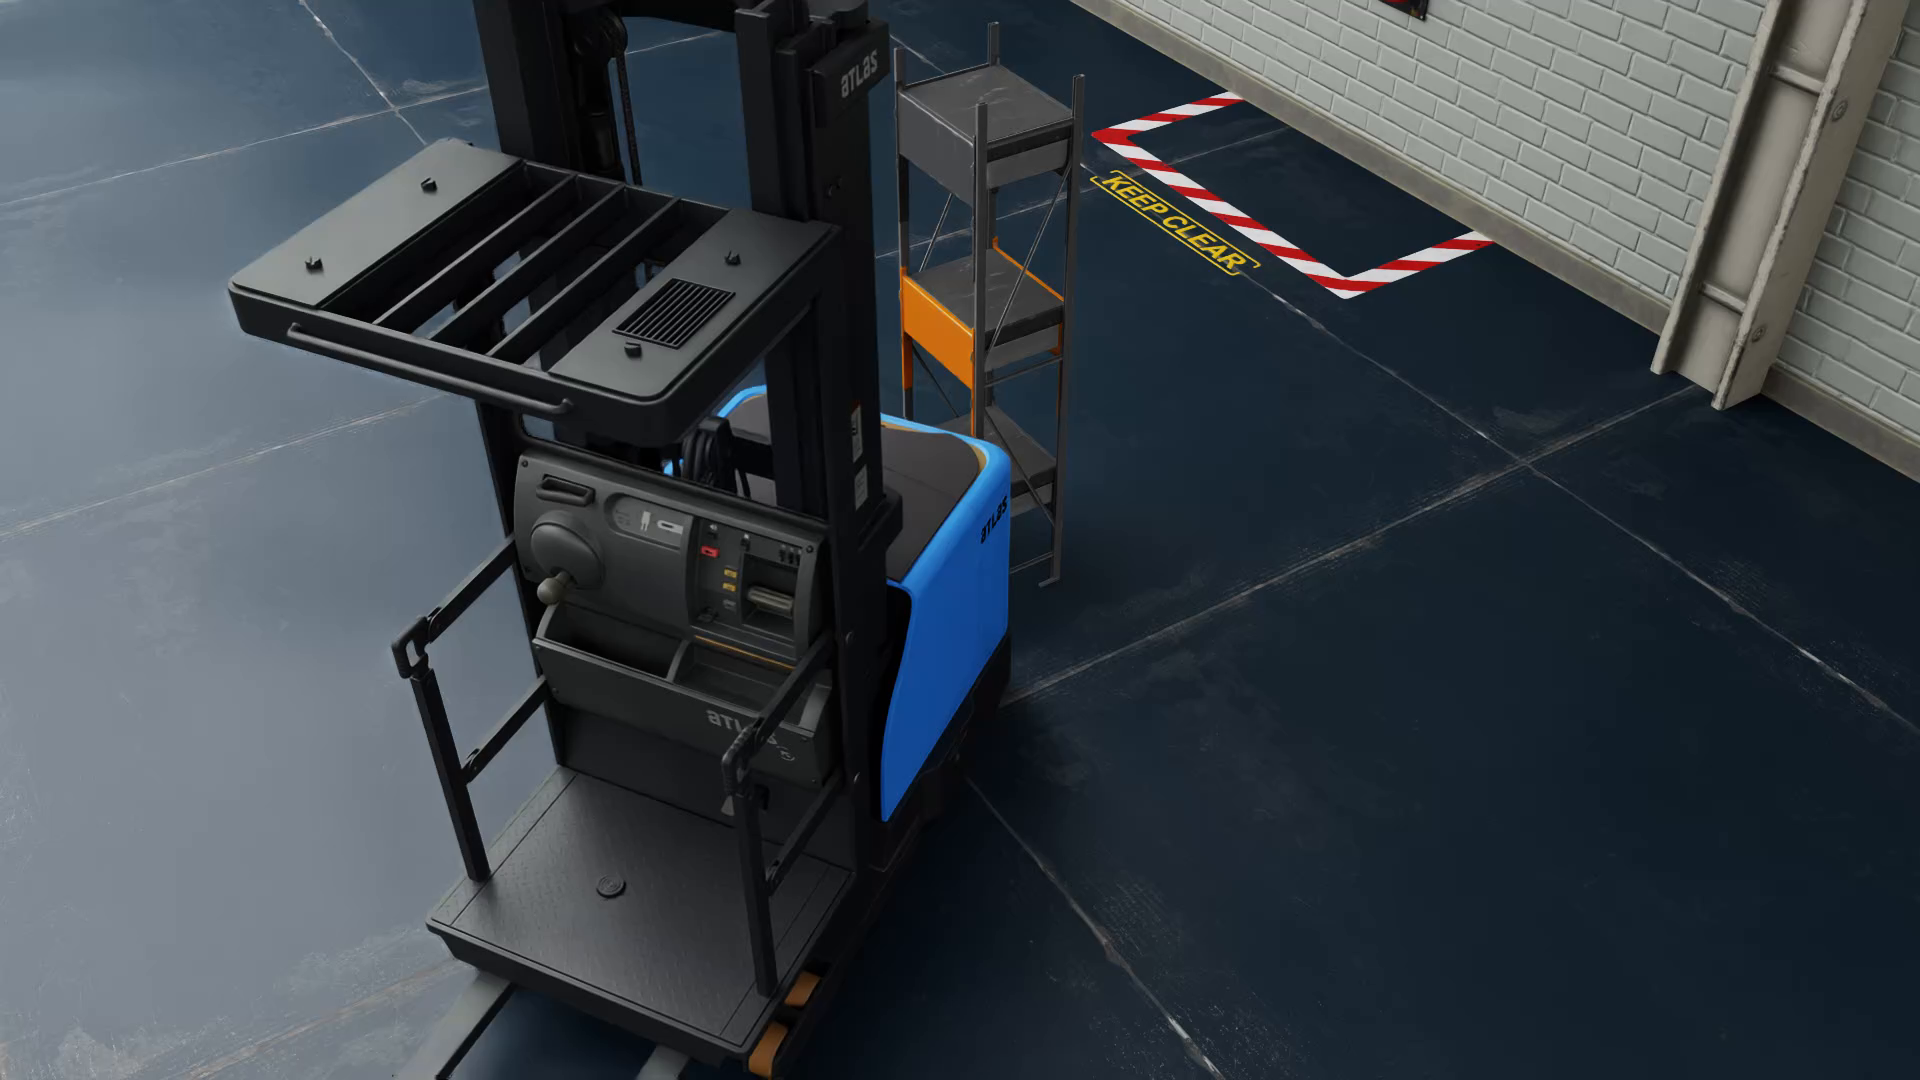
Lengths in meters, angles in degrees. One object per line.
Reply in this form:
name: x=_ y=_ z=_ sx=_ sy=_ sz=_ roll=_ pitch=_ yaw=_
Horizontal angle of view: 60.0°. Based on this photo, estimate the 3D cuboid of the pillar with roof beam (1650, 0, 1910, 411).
pillar with roof beam: x=-0.202 y=-2.712 z=2.975 sx=9.100 sy=9.000 sz=0.400 roll=-22 pitch=45 yaw=-24

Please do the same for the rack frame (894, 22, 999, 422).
rack frame: x=-0.042 y=-0.849 z=6.129 sx=0.400 sy=2.100 sz=0.015 roll=-22 pitch=45 yaw=-24

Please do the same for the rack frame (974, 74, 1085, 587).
rack frame: x=0.220 y=-0.586 z=5.813 sx=0.400 sy=2.100 sz=0.015 roll=-22 pitch=45 yaw=-24

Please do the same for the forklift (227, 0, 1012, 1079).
forklift: x=-0.883 y=0.127 z=4.308 sx=1.130 sy=2.935 sz=3.031 roll=16 pitch=42 yaw=18

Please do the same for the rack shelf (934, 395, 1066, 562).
rack shelf: x=0.089 y=-0.169 z=6.427 sx=0.431 sy=0.518 sz=0.480 roll=-22 pitch=45 yaw=-24

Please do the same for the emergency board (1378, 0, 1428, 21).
emergency board: x=2.131 y=-3.236 z=8.290 sx=0.194 sy=1.169 sz=0.643 roll=-22 pitch=45 yaw=-24

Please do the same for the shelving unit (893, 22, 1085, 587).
shelving unit: x=0.089 y=-0.717 z=5.971 sx=0.431 sy=2.100 sz=0.503 roll=-22 pitch=45 yaw=-24

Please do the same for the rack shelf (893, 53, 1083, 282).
rack shelf: x=0.089 y=-1.245 z=5.531 sx=0.431 sy=0.518 sz=0.480 roll=-22 pitch=45 yaw=-24

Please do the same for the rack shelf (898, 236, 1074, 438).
rack shelf: x=0.089 y=-0.707 z=5.979 sx=0.431 sy=0.518 sz=0.480 roll=-22 pitch=45 yaw=-24
